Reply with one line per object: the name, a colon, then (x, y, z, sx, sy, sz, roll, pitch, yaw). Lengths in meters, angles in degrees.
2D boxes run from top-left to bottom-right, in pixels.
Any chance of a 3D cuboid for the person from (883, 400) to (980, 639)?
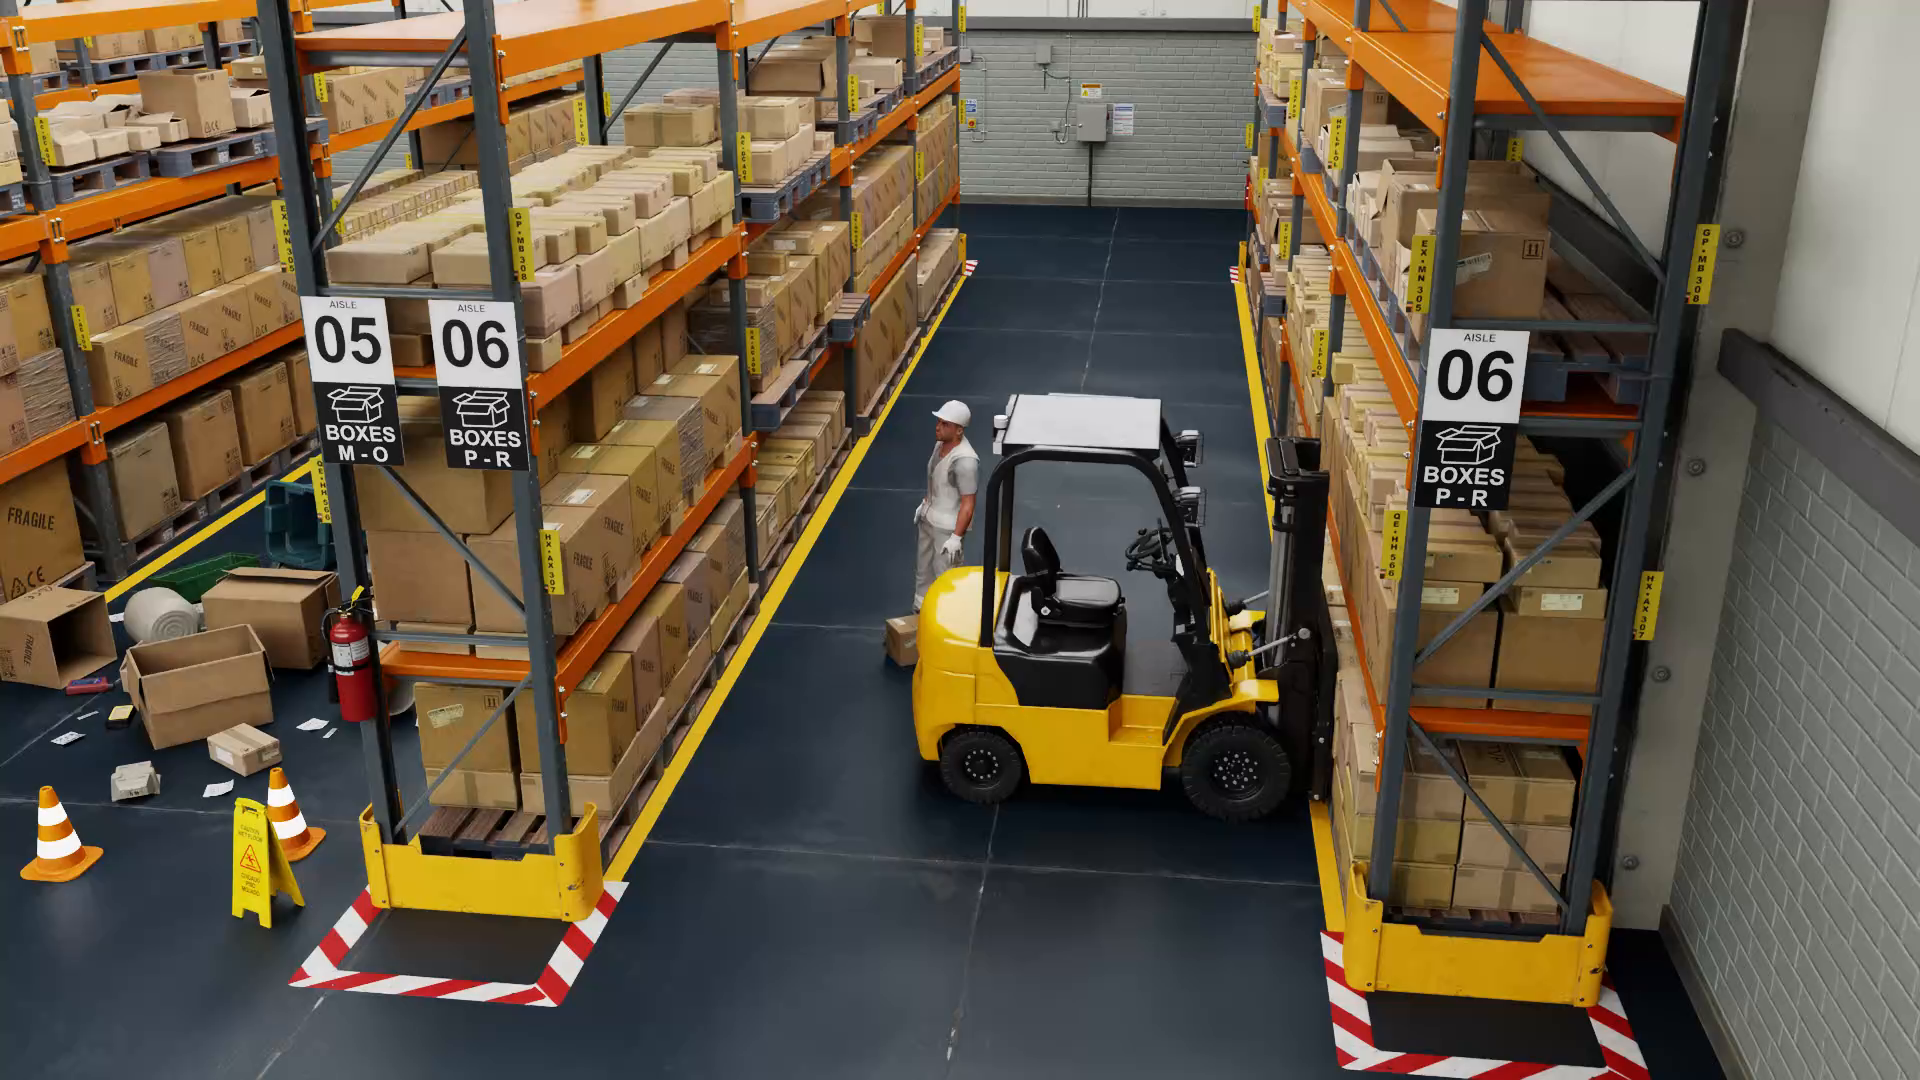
person: (-0.180, -0.077, 11.222, 0.563, 1.789, 0.638, -8, 22, -21)
